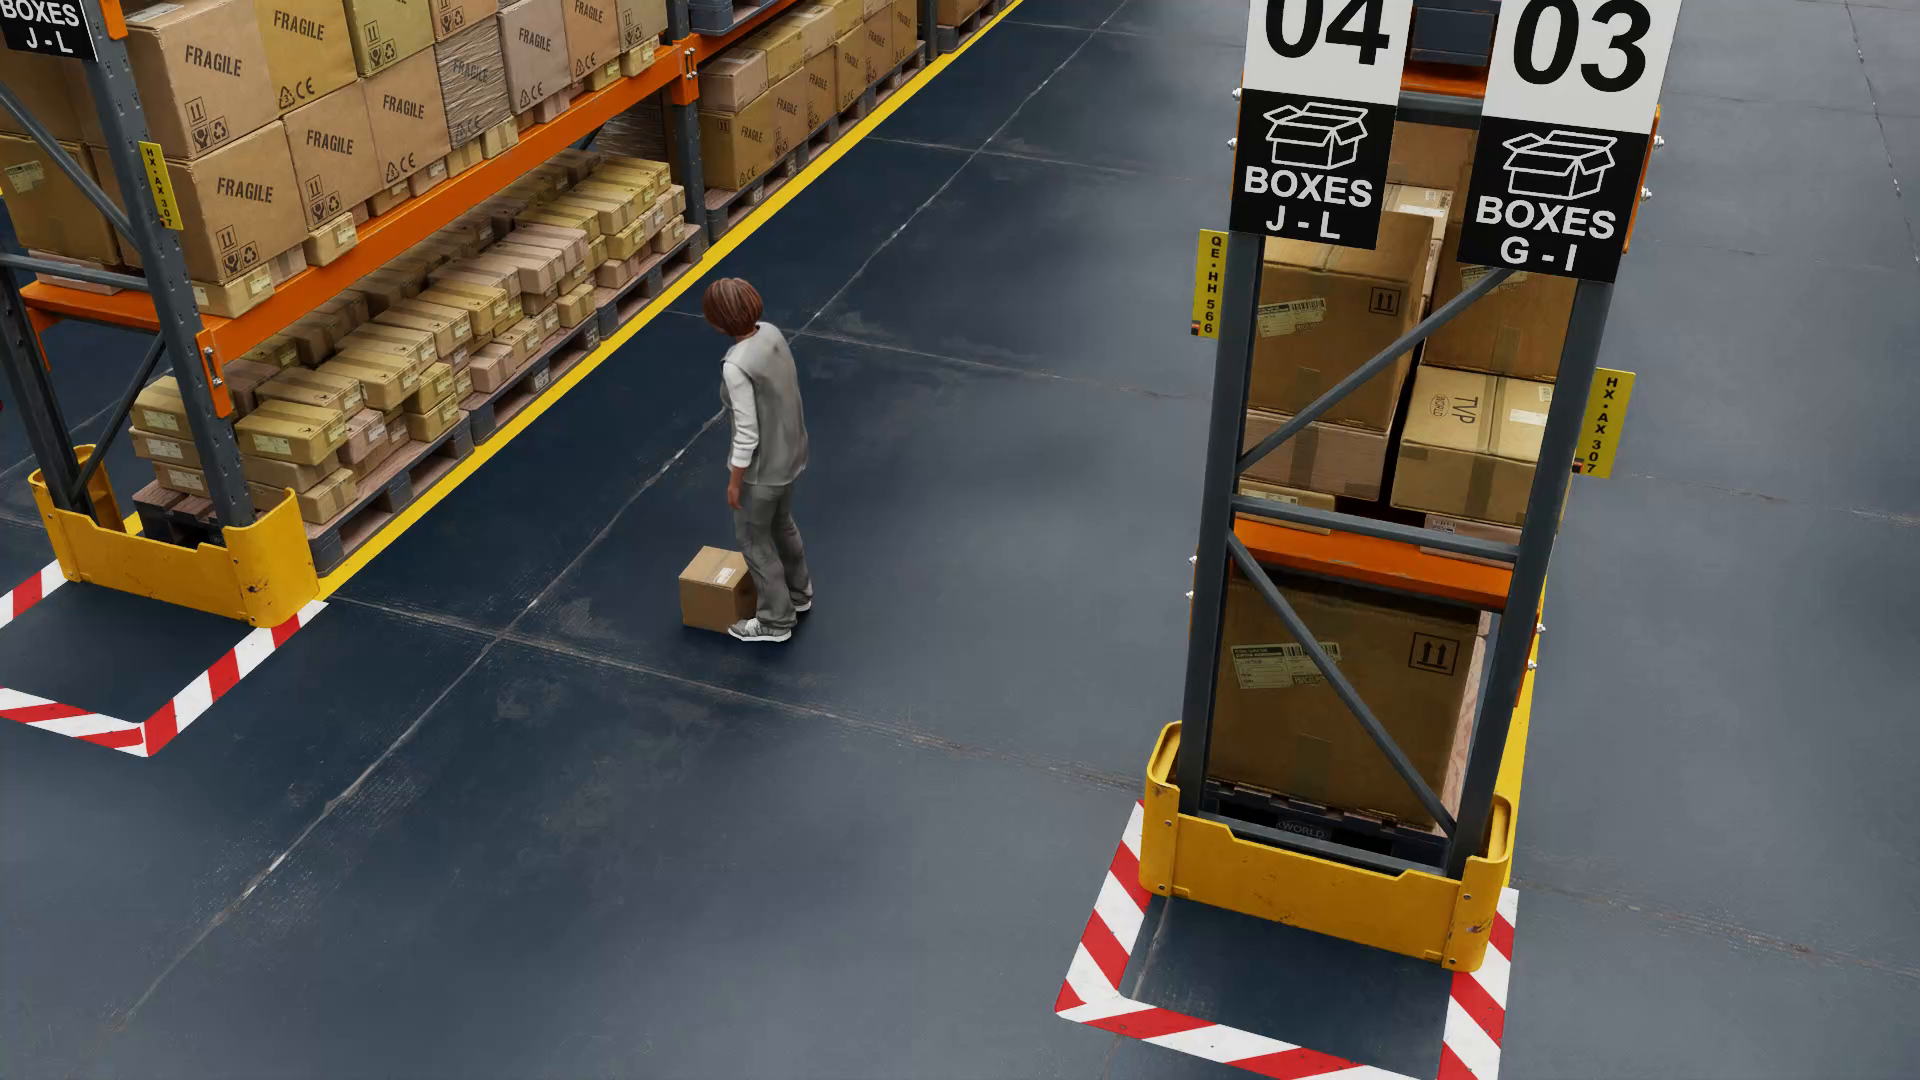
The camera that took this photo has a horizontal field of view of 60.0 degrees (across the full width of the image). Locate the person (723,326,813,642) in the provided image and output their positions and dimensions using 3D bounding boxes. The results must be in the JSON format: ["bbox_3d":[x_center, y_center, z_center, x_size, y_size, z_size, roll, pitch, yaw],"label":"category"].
[{"bbox_3d":[-0.786,-0.204,6.673,0.318,1.352,0.473,11,35,15],"label":"person"}]
